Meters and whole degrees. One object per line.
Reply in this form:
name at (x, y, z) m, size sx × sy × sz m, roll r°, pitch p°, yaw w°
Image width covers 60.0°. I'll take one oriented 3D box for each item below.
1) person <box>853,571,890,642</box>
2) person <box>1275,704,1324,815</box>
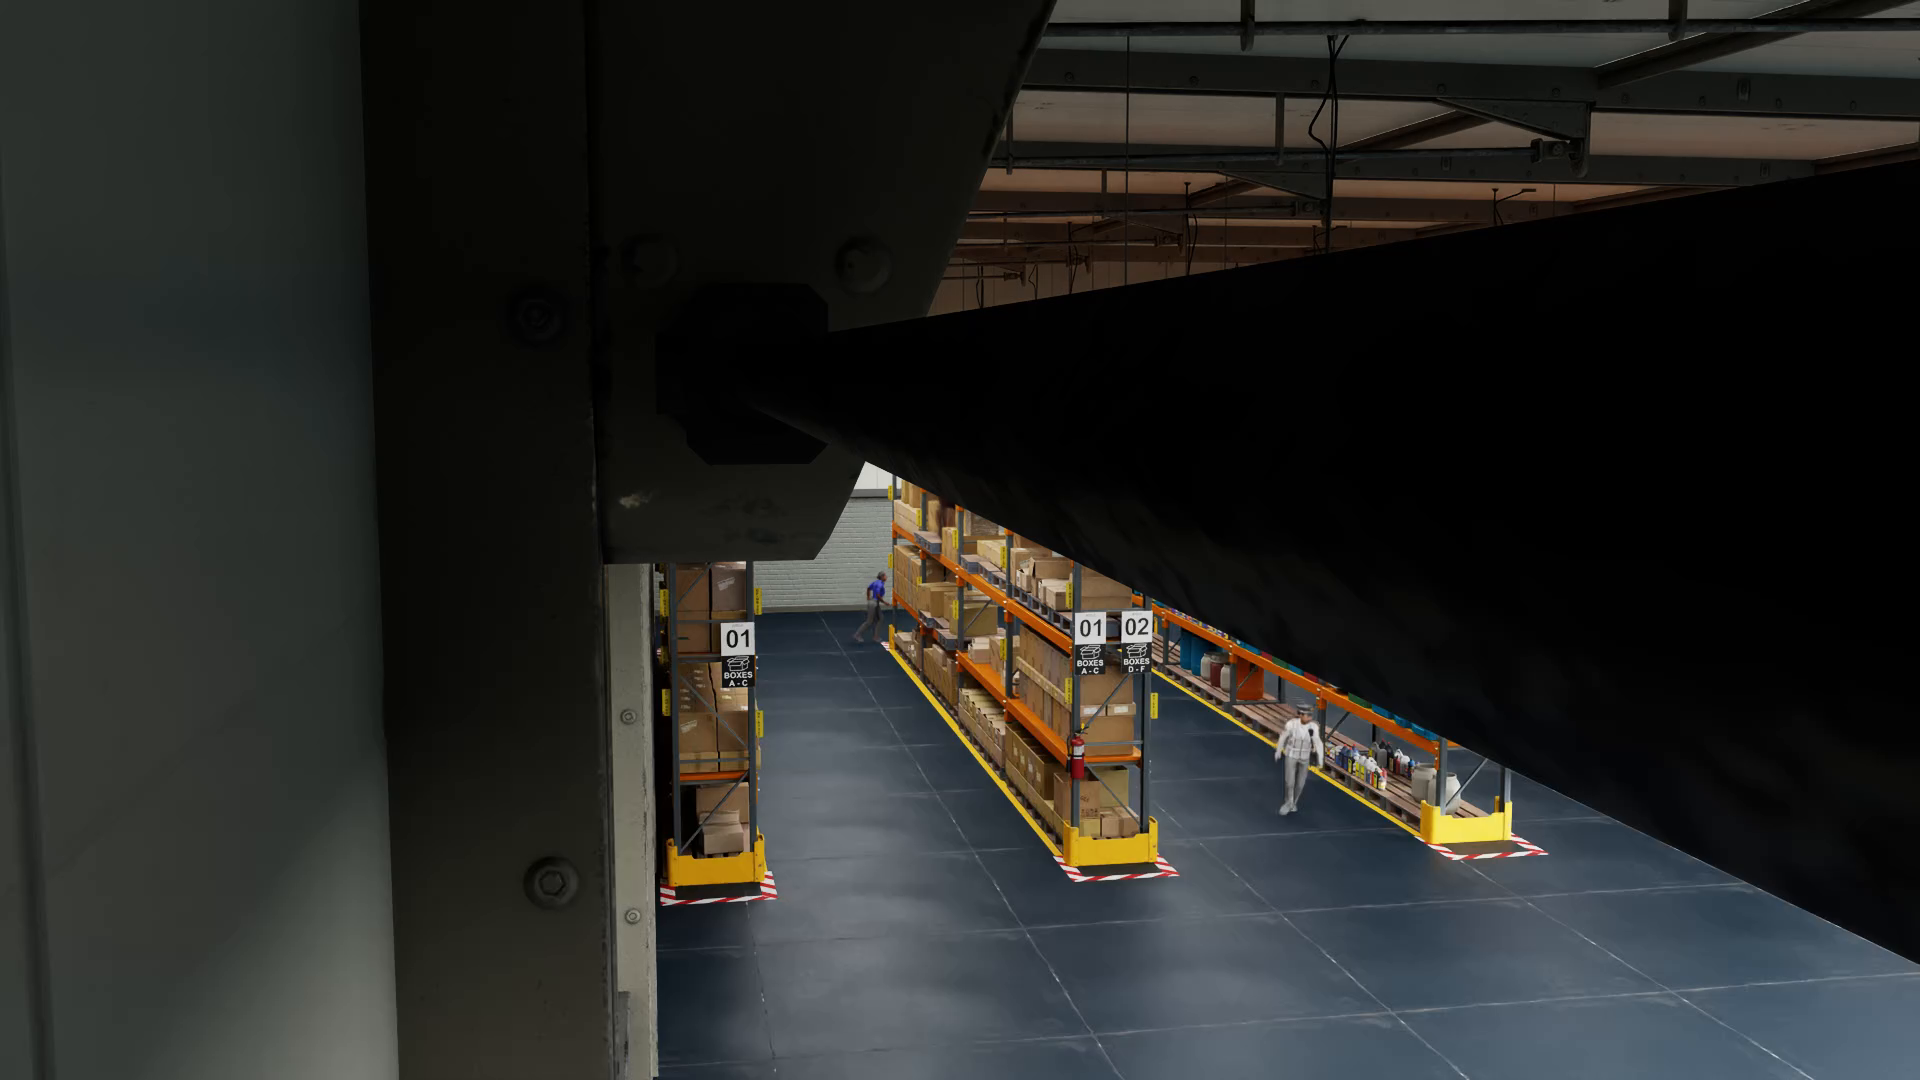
person at (-2.002, 1.505, 37.401) m, size 0.838 × 1.617 × 0.563 m, roll -1°, pitch 6°, yaw -7°
person at (4.725, 3.035, 23.115) m, size 0.604 × 1.587 × 0.687 m, roll 0°, pitch 6°, yaw -4°
